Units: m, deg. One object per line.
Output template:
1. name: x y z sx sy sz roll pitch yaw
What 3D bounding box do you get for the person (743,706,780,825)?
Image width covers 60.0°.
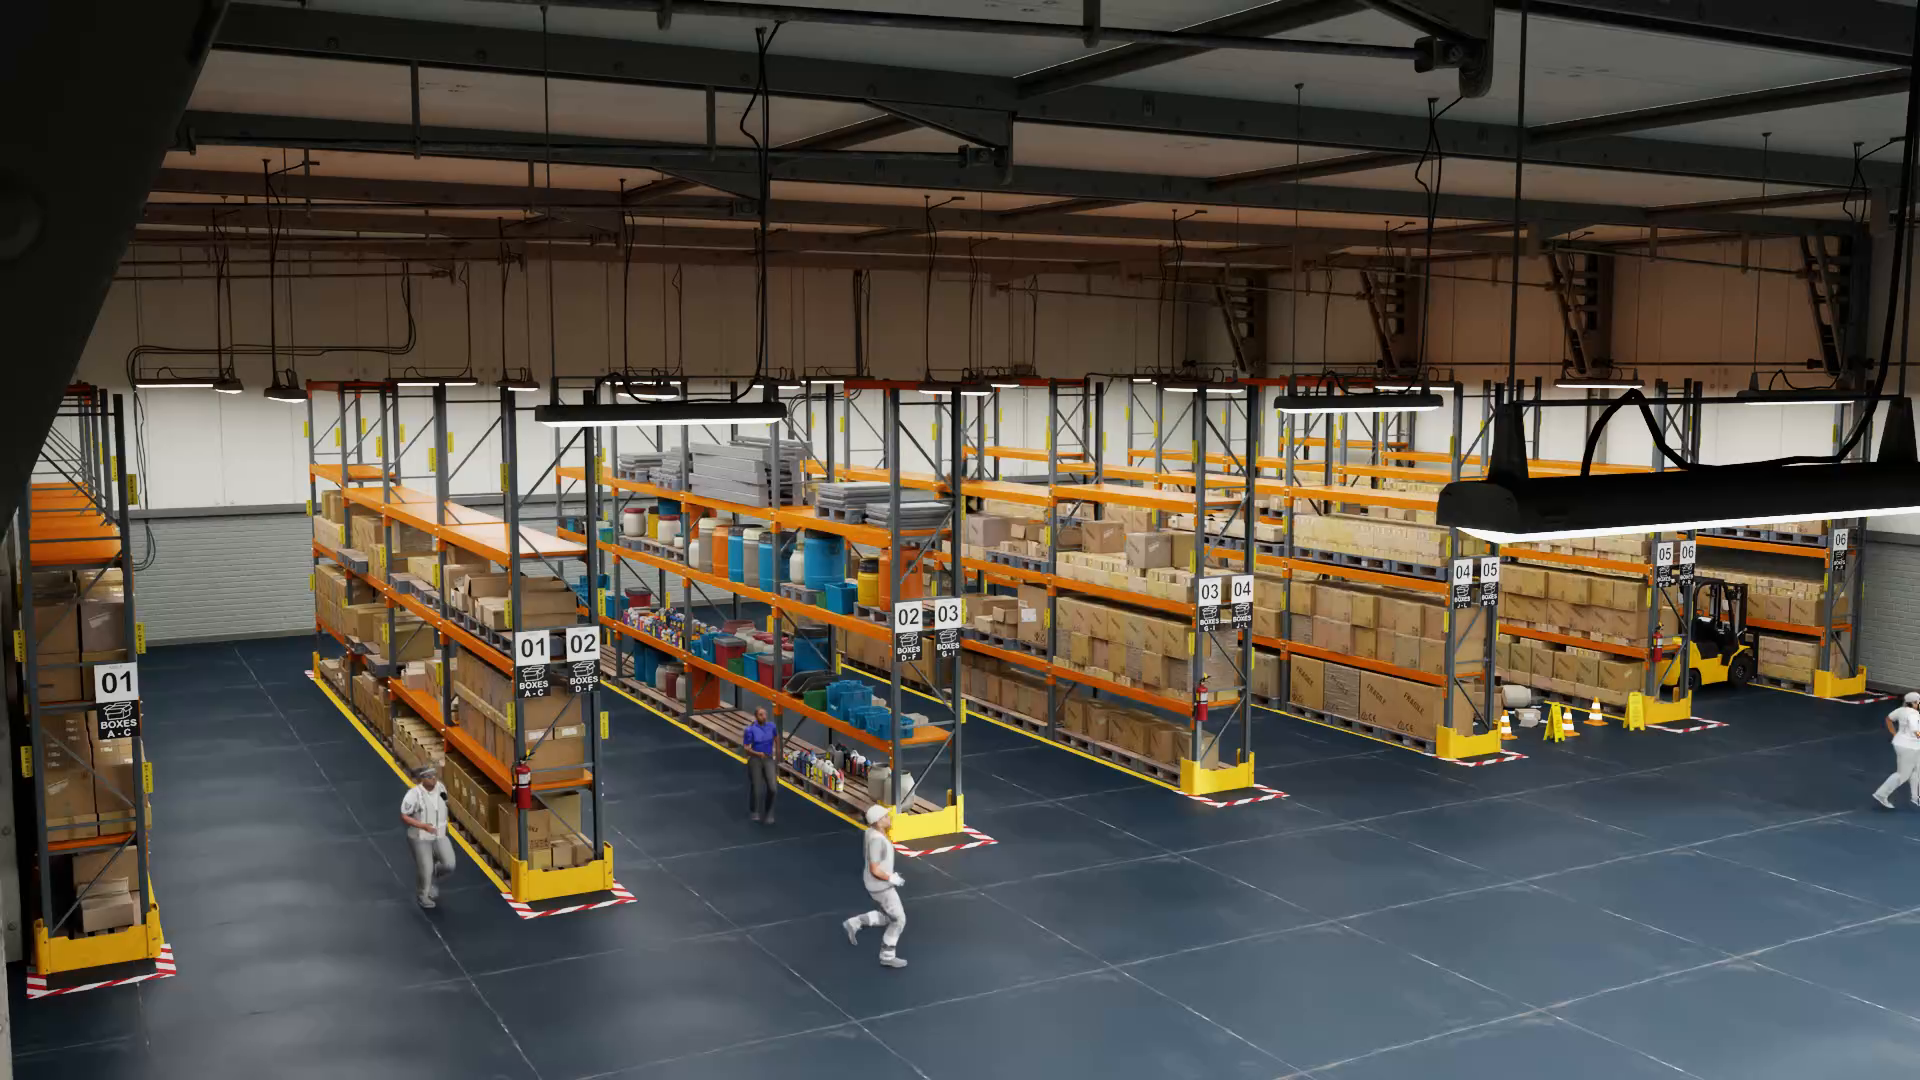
1. person: -2.696 3.111 22.827 0.592 1.673 0.684 -3 7 -24

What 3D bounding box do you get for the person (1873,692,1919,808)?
1. person: 13.390 3.002 23.541 0.809 1.709 0.631 2 6 15

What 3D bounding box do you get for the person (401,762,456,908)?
1. person: -6.139 3.427 19.324 0.620 1.729 0.669 5 8 40

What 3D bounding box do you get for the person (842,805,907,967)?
1. person: -0.891 3.627 17.426 0.668 1.736 0.688 -1 6 -11
